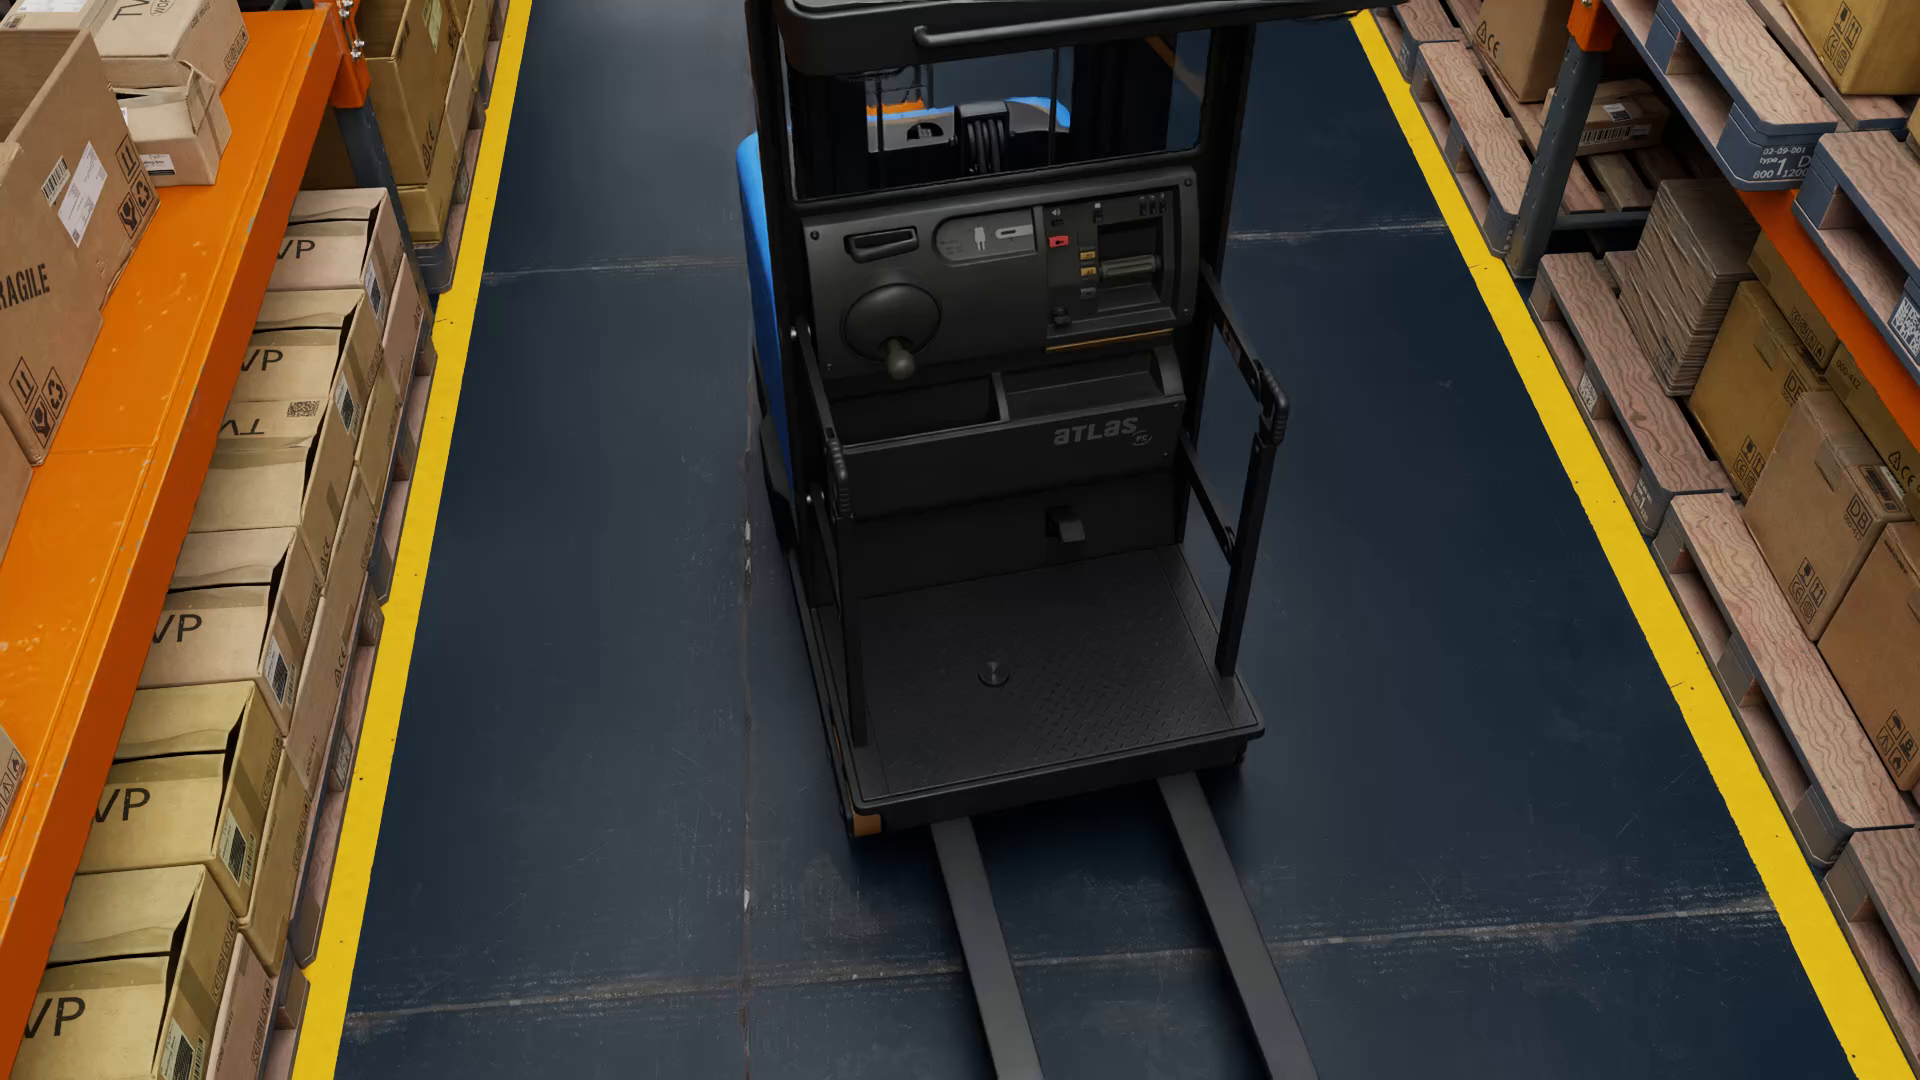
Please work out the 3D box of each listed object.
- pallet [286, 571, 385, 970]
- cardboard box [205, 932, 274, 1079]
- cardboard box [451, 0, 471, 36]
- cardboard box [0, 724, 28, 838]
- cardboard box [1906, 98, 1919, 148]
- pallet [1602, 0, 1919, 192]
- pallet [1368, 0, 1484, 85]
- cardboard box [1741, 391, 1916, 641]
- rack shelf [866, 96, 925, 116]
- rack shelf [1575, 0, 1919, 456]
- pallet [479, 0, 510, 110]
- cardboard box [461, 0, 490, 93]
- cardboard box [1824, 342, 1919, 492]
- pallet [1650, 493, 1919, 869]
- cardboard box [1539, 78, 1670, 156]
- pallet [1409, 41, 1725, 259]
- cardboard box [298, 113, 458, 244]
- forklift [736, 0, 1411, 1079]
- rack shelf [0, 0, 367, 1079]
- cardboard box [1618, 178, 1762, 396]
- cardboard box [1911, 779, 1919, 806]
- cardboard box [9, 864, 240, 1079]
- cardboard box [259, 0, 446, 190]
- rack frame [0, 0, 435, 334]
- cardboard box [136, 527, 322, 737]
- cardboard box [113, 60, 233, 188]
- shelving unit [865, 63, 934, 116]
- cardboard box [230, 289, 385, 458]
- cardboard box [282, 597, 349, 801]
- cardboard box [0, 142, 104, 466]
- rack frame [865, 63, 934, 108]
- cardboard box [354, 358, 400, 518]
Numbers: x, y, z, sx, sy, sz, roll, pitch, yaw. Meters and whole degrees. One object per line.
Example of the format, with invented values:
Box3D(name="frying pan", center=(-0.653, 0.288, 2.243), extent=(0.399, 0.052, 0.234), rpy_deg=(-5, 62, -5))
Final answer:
Box3D(name="pallet", center=(-2.186, 0.613, 4.524), extent=(1.003, 0.211, 1.213), rpy_deg=(-3, 47, -3))
Box3D(name="cardboard box", center=(-1.851, 1.173, 3.678), extent=(0.500, 0.250, 0.500), rpy_deg=(-5, 47, -4))
Box3D(name="cardboard box", center=(-2.203, -2.296, 6.447), extent=(0.500, 0.500, 0.500), rpy_deg=(-3, 47, -3))
Box3D(name="cardboard box", center=(-1.939, 0.504, 2.768), extent=(0.500, 0.311, 0.500), rpy_deg=(-4, 47, -4))
Box3D(name="cardboard box", center=(2.679, -1.001, 3.761), extent=(0.700, 0.500, 0.500), rpy_deg=(2, 47, 2))
Box3D(name="pallet", center=(2.463, -1.438, 4.678), extent=(1.003, 0.211, 1.213), rpy_deg=(-3, 47, -3))
Box3D(name="pallet", center=(2.347, -2.475, 7.449), extent=(1.003, 0.211, 1.213), rpy_deg=(-3, 47, -3))
Box3D(name="cardboard box", center=(2.718, -0.083, 4.681), extent=(0.700, 0.500, 0.500), rpy_deg=(-3, 47, -3))
Box3D(name="rack shelf", center=(-0.219, -1.281, 5.203), extent=(0.258, 0.103, 0.180), rpy_deg=(-10, 47, -9))
Box3D(name="rack shelf", center=(2.712, -0.371, 4.031), extent=(1.077, 0.370, 4.000), rpy_deg=(-3, 47, -3))
Box3D(name="pallet", center=(-2.522, -2.265, 7.250), extent=(1.003, 0.211, 1.213), rpy_deg=(-3, 47, -3))
Box3D(name="cardboard box", center=(-2.202, -2.039, 6.719), extent=(0.500, 0.250, 0.500), rpy_deg=(-3, 47, -3))
Box3D(name="cardboard box", center=(2.710, -0.389, 4.454), extent=(0.500, 0.250, 0.500), rpy_deg=(-5, 47, -4))
Box3D(name="pallet", center=(2.716, 0.341, 4.781), extent=(1.003, 0.211, 1.213), rpy_deg=(-3, 47, -3))
Box3D(name="cardboard box", center=(2.469, -1.628, 6.374), extent=(0.380, 0.166, 0.250), rpy_deg=(-9, 47, -8))
Box3D(name="pallet", center=(2.453, -1.590, 6.611), extent=(1.003, 0.211, 1.213), rpy_deg=(-3, 47, -3))
Box3D(name="cardboard box", center=(-2.129, -1.314, 6.033), extent=(0.500, 0.250, 0.500), rpy_deg=(-3, 47, -3))
Box3D(name="forklift", center=(0.159, -0.520, 3.724), extent=(1.130, 2.935, 3.031), rpy_deg=(-10, 47, -9))
Box3D(name="rack shelf", center=(-2.224, -0.067, 3.743), extent=(1.077, 0.370, 4.000), rpy_deg=(-3, 47, -3))
Box3D(name="cardboard box", center=(2.622, -0.826, 5.385), extent=(0.700, 0.500, 0.500), rpy_deg=(-2, 47, -2))
Box3D(name="cardboard box", center=(2.839, 0.639, 3.997), extent=(0.700, 0.500, 0.500), rpy_deg=(-4, 47, -3))
Box3D(name="cardboard box", center=(-1.861, 0.964, 3.489), extent=(0.500, 0.311, 0.500), rpy_deg=(-5, 47, -4))
Box3D(name="cardboard box", center=(-2.119, -1.573, 5.762), extent=(0.500, 0.500, 0.500), rpy_deg=(-3, 47, -3))
Box3D(name="rack frame", center=(-2.392, -1.762, 4.852), extent=(1.000, 3.000, 0.127), rpy_deg=(-3, 47, -3))
Box3D(name="cardboard box", center=(-1.945, 0.223, 4.191), extent=(0.500, 0.311, 0.500), rpy_deg=(-4, 47, -4))
Box3D(name="cardboard box", center=(-2.135, -1.090, 4.309), extent=(0.396, 0.266, 0.258), rpy_deg=(-5, 47, -4))
Box3D(name="shelving unit", center=(-0.219, -1.064, 5.432), extent=(0.258, 1.200, 0.189), rpy_deg=(-10, 47, -9))
Box3D(name="cardboard box", center=(-2.022, -0.502, 4.877), extent=(0.500, 0.311, 0.500), rpy_deg=(-2, 47, -2))
Box3D(name="cardboard box", center=(-1.943, 0.426, 4.385), extent=(0.500, 0.250, 0.500), rpy_deg=(-3, 47, -2))
Box3D(name="cardboard box", center=(-2.258, -0.496, 3.585), extent=(0.500, 0.500, 0.500), rpy_deg=(-3, 47, -3))
Box3D(name="rack frame", center=(-0.198, -1.000, 5.370), extent=(0.240, 1.200, 0.006), rpy_deg=(-10, 47, -9))
Box3D(name="cardboard box", center=(-2.028, -0.312, 5.084), extent=(0.500, 0.250, 0.500), rpy_deg=(-4, 47, -4))
